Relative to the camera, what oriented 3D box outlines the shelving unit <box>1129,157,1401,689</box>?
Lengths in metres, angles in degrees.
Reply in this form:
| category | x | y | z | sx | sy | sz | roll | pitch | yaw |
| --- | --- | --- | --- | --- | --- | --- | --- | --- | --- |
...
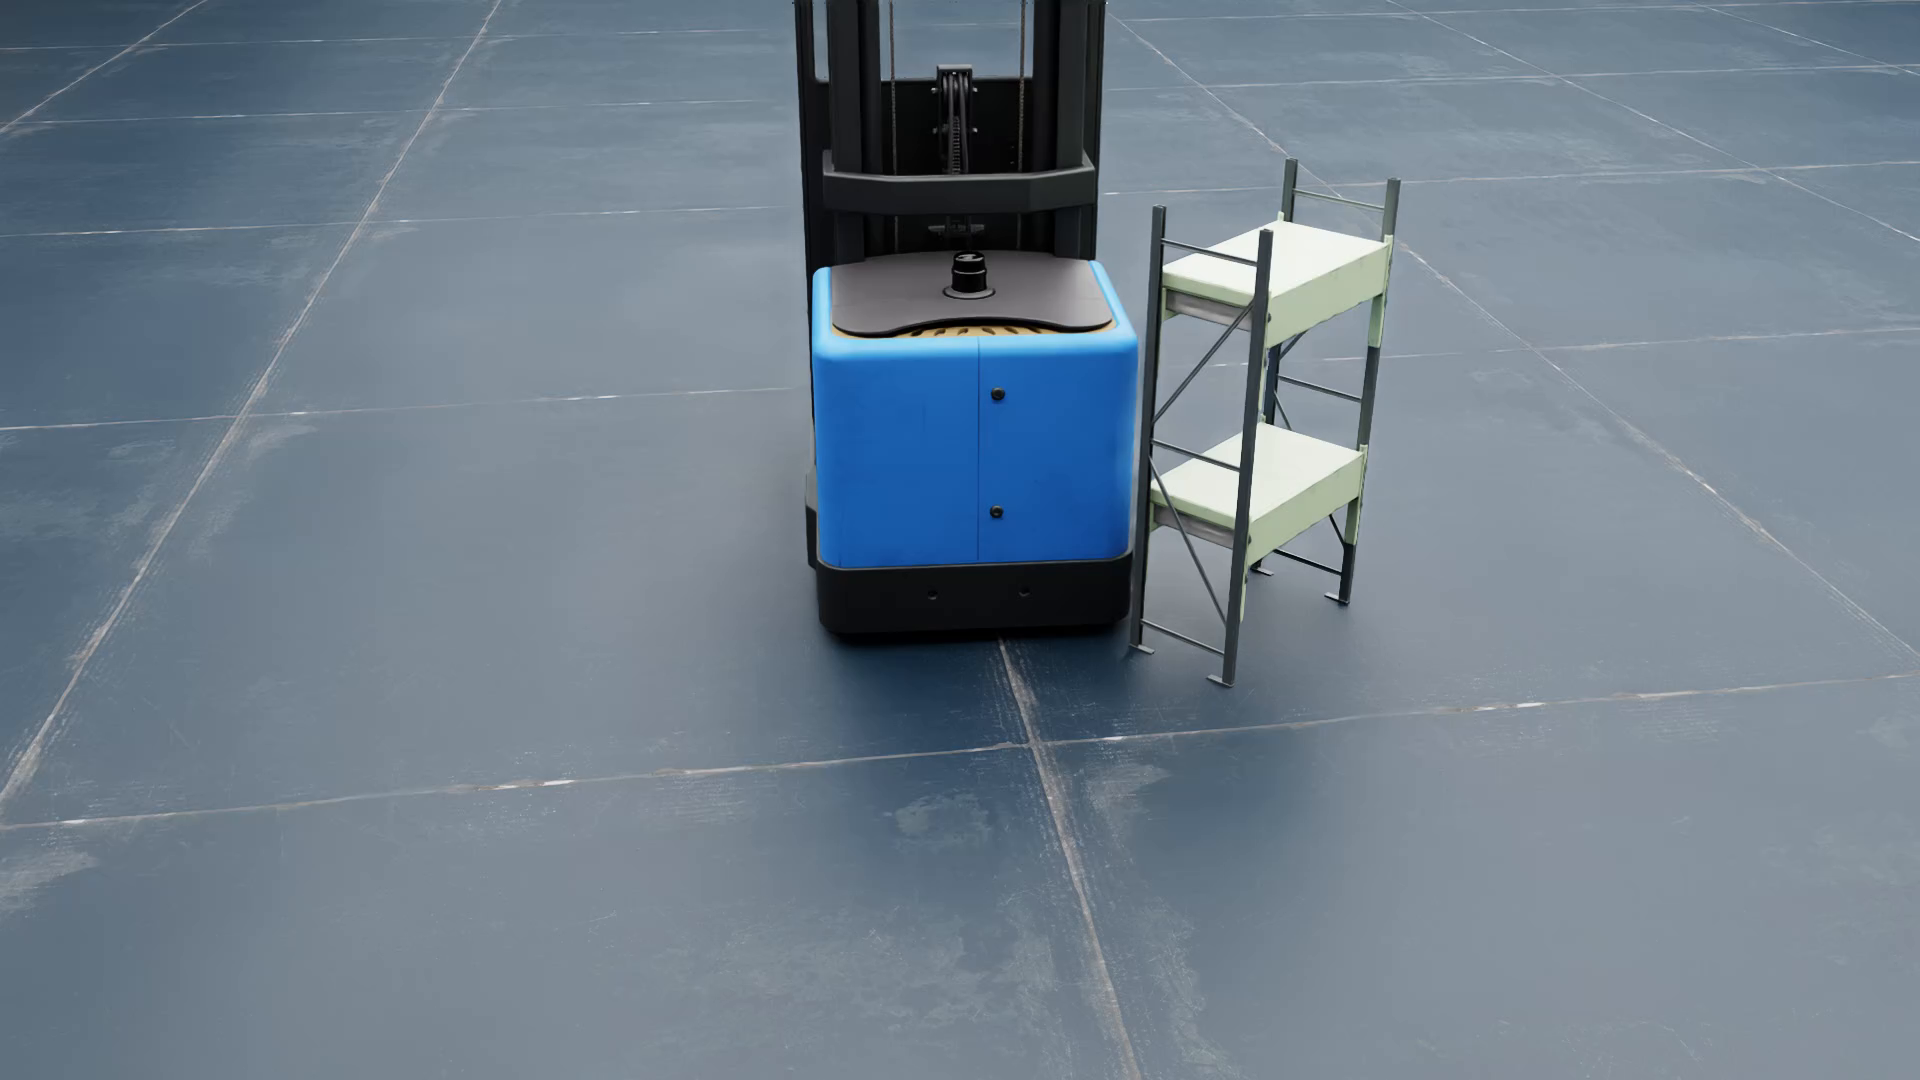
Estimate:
| category | x | y | z | sx | sy | sz | roll | pitch | yaw |
| --- | --- | --- | --- | --- | --- | --- | --- | --- | --- |
| shelving unit | 0.965 | -0.381 | 5.348 | 0.431 | 1.500 | 0.755 | 22 | 34 | 36 |

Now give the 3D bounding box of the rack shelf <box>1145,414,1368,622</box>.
| category | x | y | z | sx | sy | sz | roll | pitch | yaw |
| --- | --- | --- | --- | --- | --- | --- | --- | --- | --- |
| rack shelf | 0.965 | -0.090 | 5.497 | 0.431 | 0.370 | 0.720 | 22 | 34 | 36 |

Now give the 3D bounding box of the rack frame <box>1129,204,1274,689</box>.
| category | x | y | z | sx | sy | sz | roll | pitch | yaw |
| --- | --- | --- | --- | --- | --- | --- | --- | --- | --- |
| rack frame | 0.723 | -0.255 | 5.104 | 0.400 | 1.500 | 0.023 | 22 | 34 | 36 |

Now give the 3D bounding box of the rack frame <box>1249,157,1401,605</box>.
| category | x | y | z | sx | sy | sz | roll | pitch | yaw |
| --- | --- | --- | --- | --- | --- | --- | --- | --- | --- |
| rack frame | 1.208 | -0.506 | 5.592 | 0.400 | 1.500 | 0.023 | 22 | 34 | 36 |

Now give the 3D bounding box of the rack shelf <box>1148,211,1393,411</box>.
| category | x | y | z | sx | sy | sz | roll | pitch | yaw |
| --- | --- | --- | --- | --- | --- | --- | --- | --- | --- |
| rack shelf | 0.965 | -0.728 | 5.170 | 0.431 | 0.370 | 0.720 | 22 | 34 | 36 |

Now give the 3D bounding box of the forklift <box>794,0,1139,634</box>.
| category | x | y | z | sx | sy | sz | roll | pitch | yaw |
| --- | --- | --- | --- | --- | --- | --- | --- | --- | --- |
| forklift | -0.055 | -1.634 | 6.224 | 1.130 | 2.935 | 3.031 | -2 | 27 | -4 |
